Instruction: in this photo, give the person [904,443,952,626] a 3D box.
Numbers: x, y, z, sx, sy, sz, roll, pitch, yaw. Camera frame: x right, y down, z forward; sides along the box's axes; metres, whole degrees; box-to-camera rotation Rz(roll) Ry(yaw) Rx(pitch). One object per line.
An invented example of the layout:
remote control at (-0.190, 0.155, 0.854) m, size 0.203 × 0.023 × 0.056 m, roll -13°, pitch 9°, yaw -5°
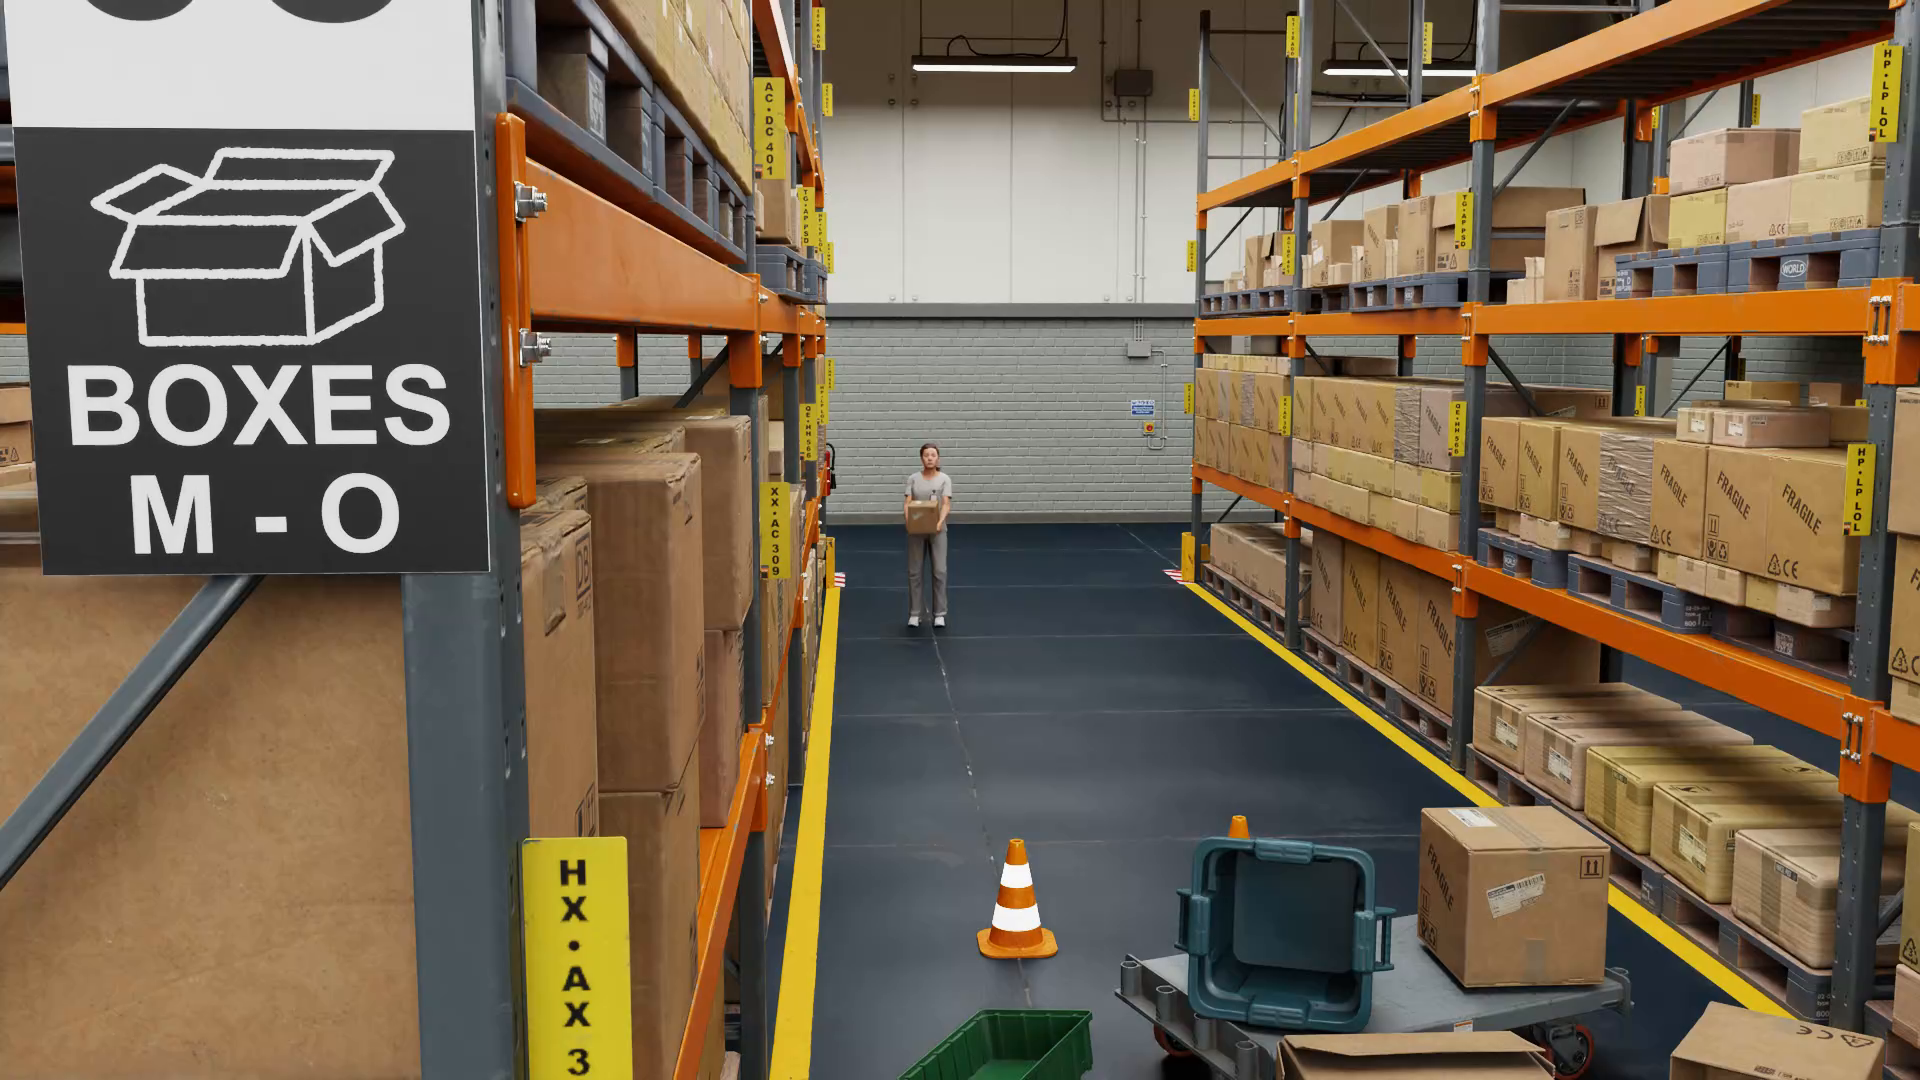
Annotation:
person at (-0.296, -0.043, 15.152) m, size 0.439 × 1.663 × 0.551 m, roll 1°, pitch 7°, yaw 5°
